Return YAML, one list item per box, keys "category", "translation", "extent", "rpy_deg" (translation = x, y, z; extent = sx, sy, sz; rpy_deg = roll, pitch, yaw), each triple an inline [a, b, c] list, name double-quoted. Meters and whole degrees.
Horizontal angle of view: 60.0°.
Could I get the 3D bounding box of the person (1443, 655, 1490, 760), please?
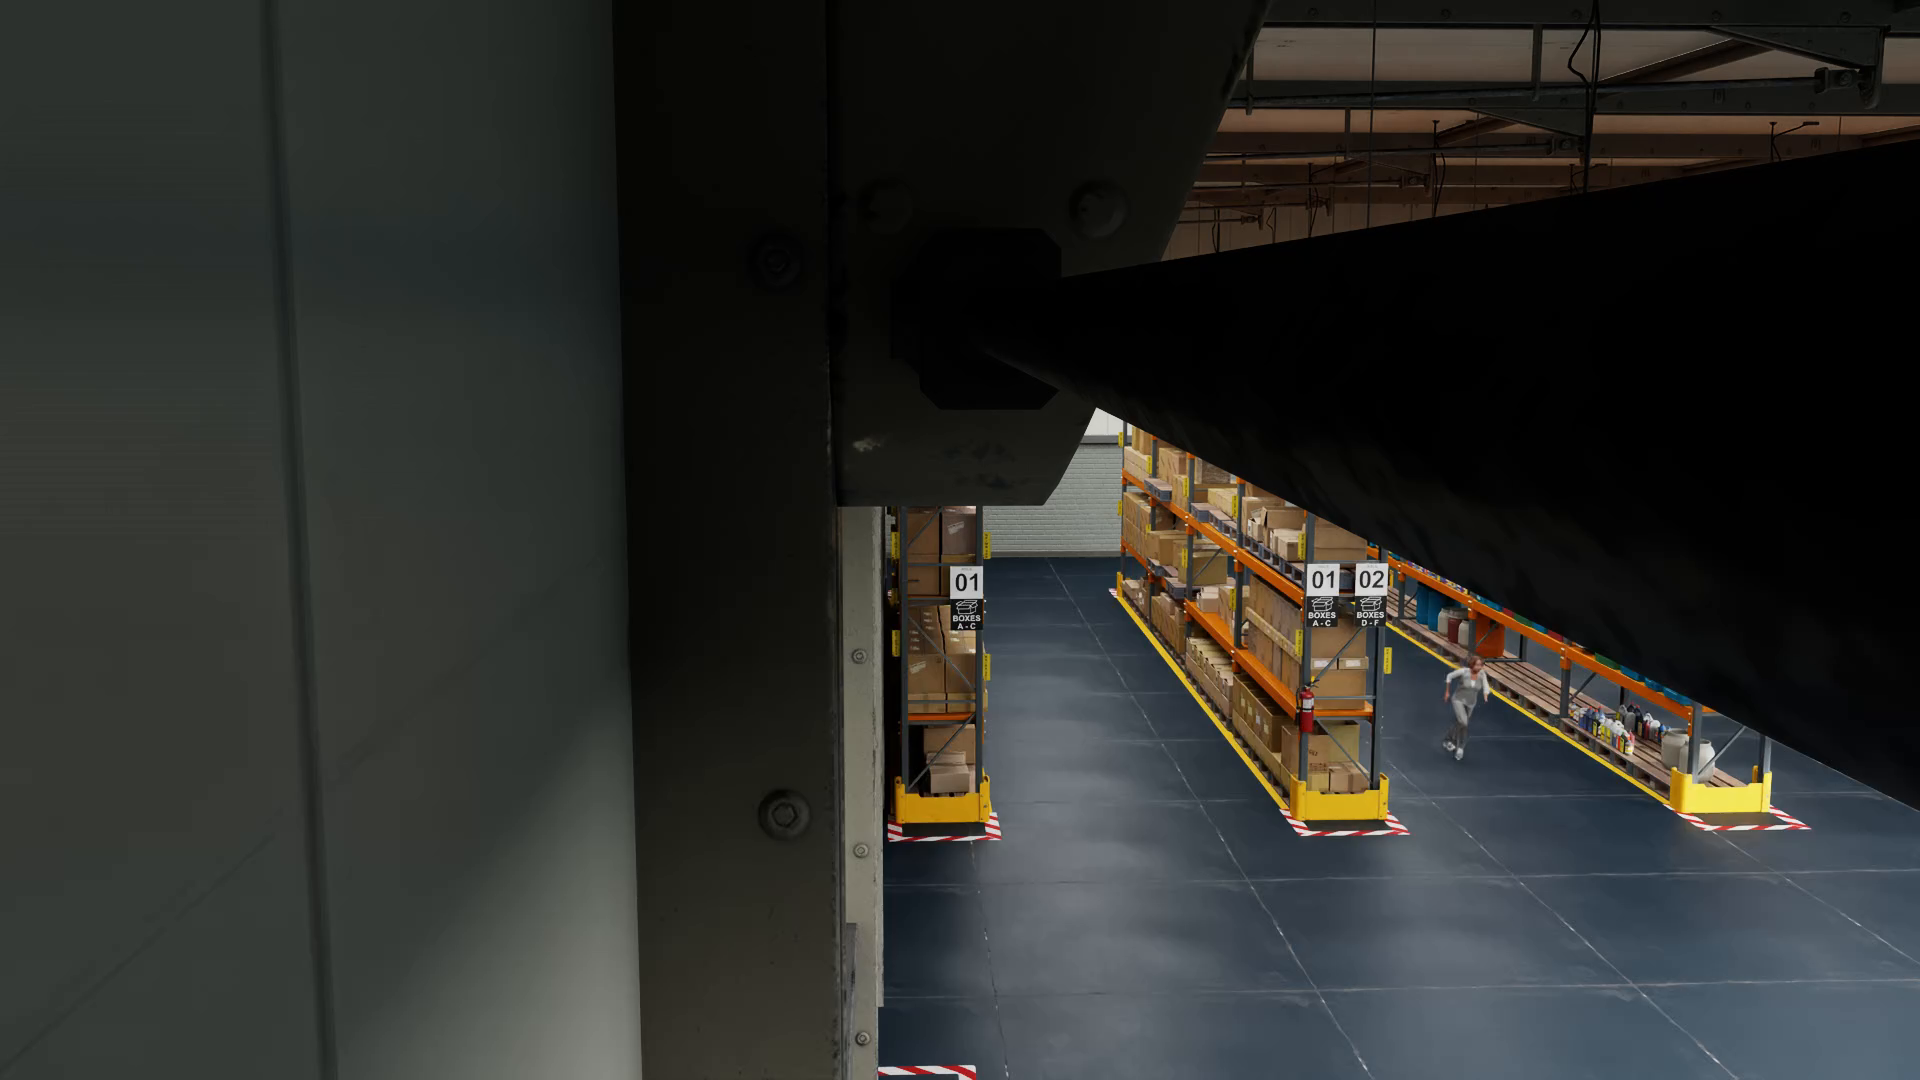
- category: "person"
  translation: [7.114, 2.316, 23.403]
  extent: [0.540, 1.502, 0.931]
  rpy_deg: [-2, 8, -13]
